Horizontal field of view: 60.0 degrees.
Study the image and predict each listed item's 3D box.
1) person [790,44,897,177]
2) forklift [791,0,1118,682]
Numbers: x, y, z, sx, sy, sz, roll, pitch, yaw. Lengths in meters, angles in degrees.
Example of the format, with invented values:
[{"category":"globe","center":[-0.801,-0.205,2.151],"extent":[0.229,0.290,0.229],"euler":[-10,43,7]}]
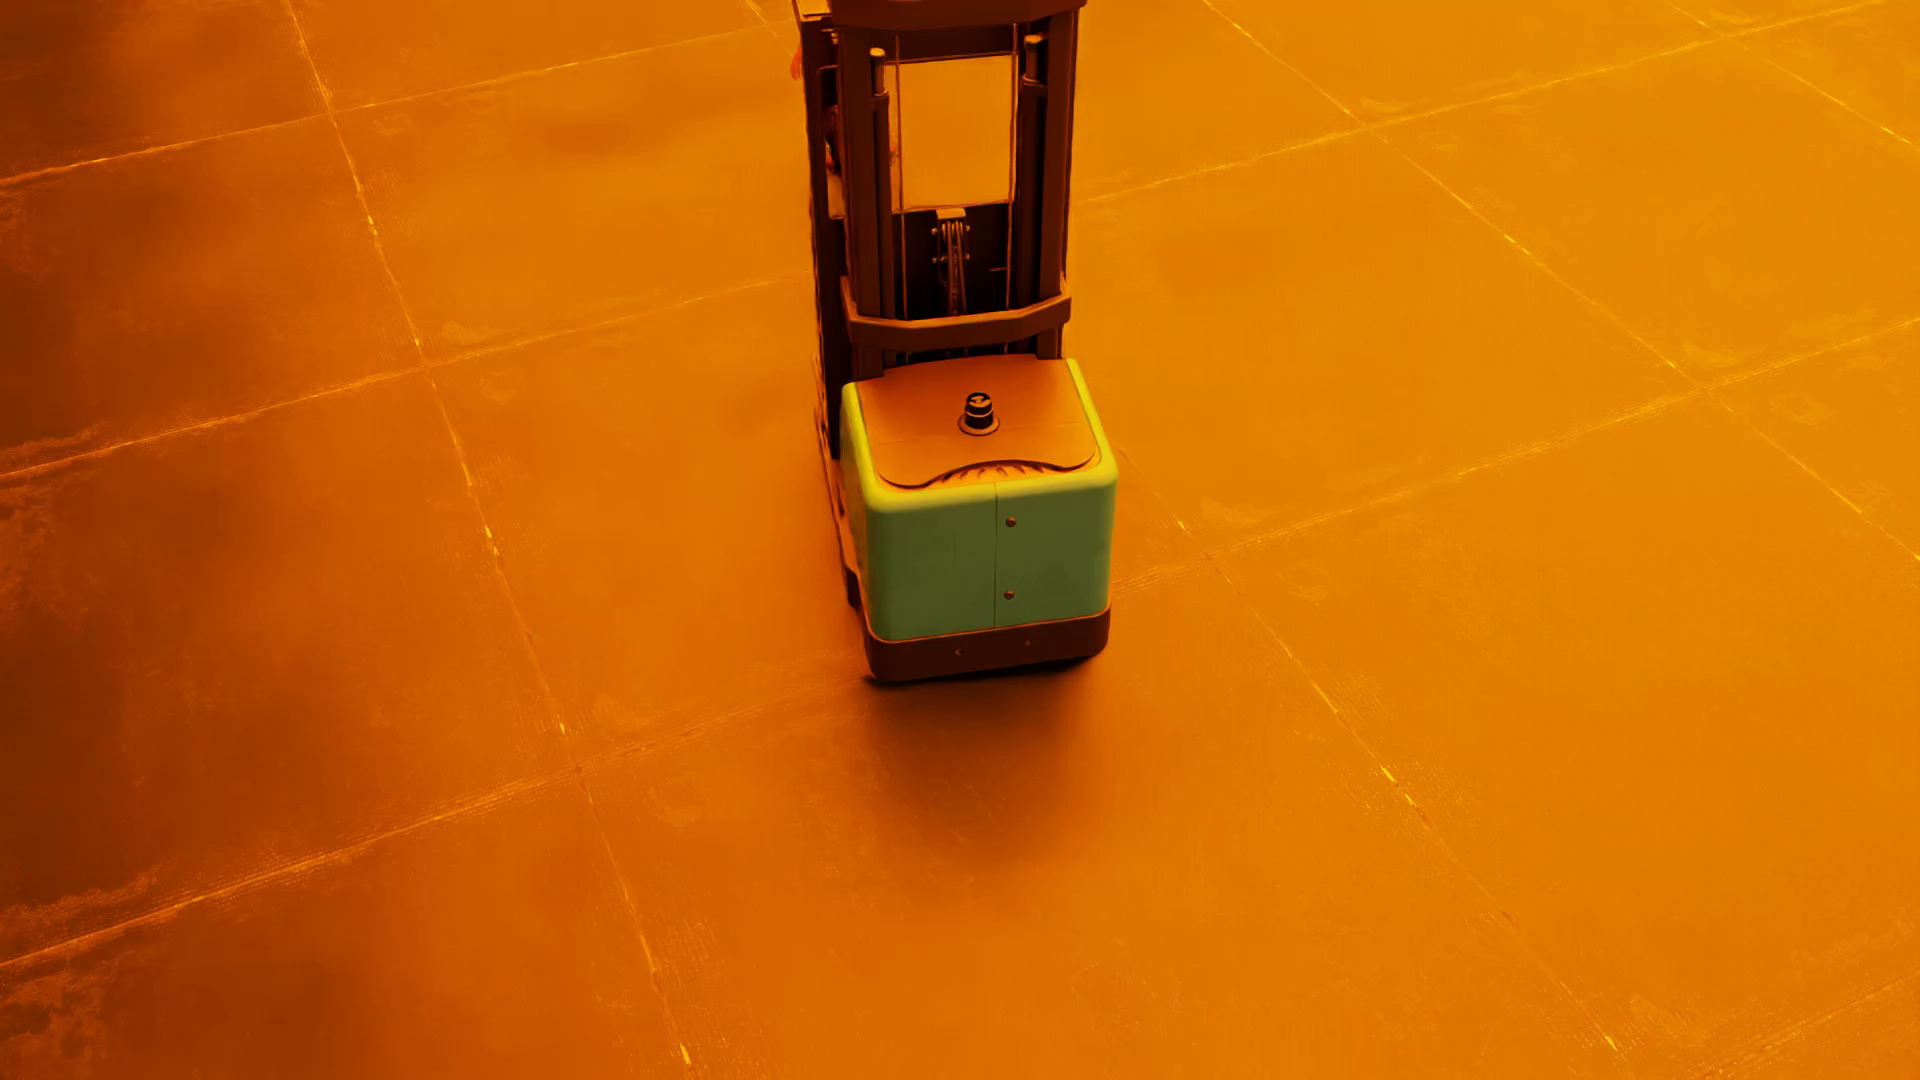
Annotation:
[{"category":"person","center":[-0.698,-2.852,9.710],"extent":[0.710,1.619,0.453],"euler":[-24,48,-23]},{"category":"forklift","center":[-0.125,-1.484,7.270],"extent":[1.130,2.935,3.031],"euler":[-7,43,-8]}]
